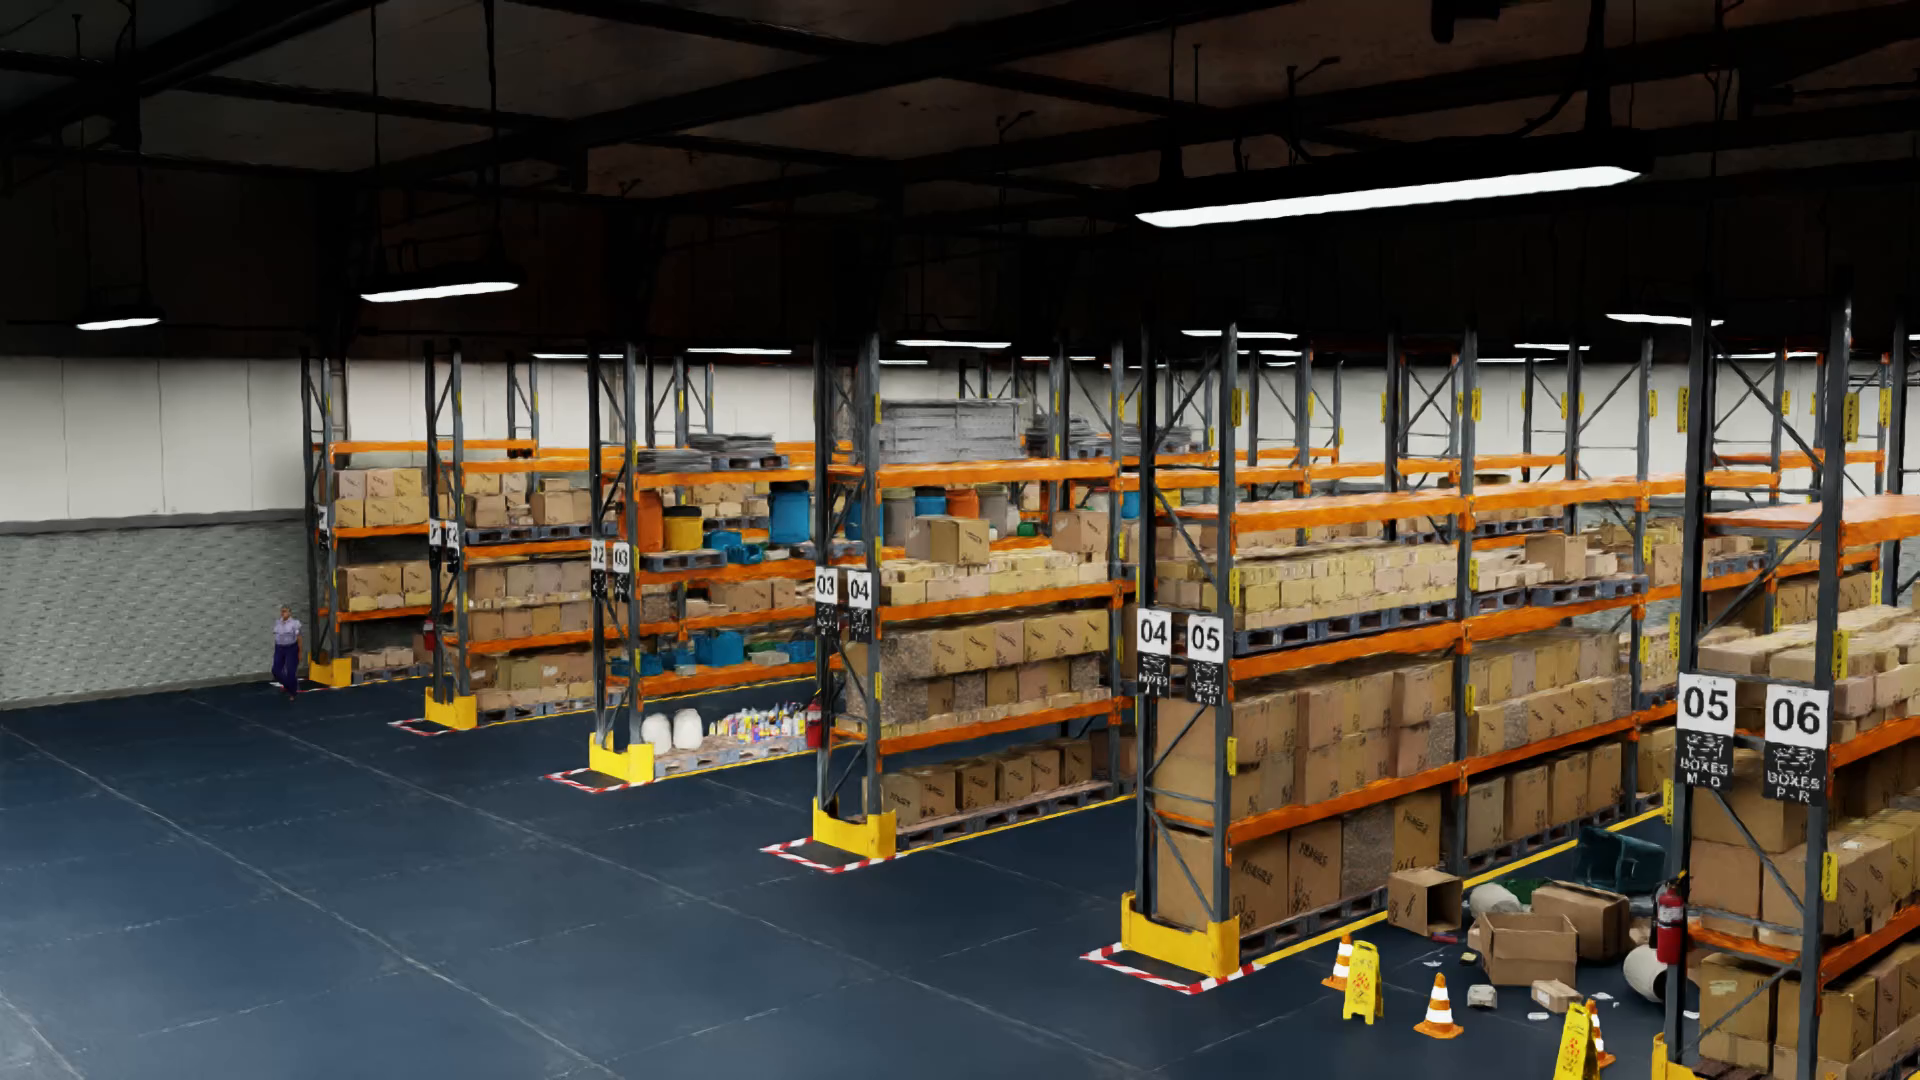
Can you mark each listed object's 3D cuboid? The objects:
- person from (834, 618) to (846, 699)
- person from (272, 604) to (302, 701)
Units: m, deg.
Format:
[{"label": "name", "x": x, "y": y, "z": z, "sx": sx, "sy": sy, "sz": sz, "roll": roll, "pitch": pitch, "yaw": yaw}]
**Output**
[{"label": "person", "x": -2.100, "y": 1.876, "z": 28.230, "sx": 0.512, "sy": 1.632, "sz": 0.639, "roll": -5, "pitch": 7, "yaw": -44}, {"label": "person", "x": -11.357, "y": 1.885, "z": 28.145, "sx": 0.554, "sy": 1.624, "sz": 0.530, "roll": 1, "pitch": 5, "yaw": 10}]
